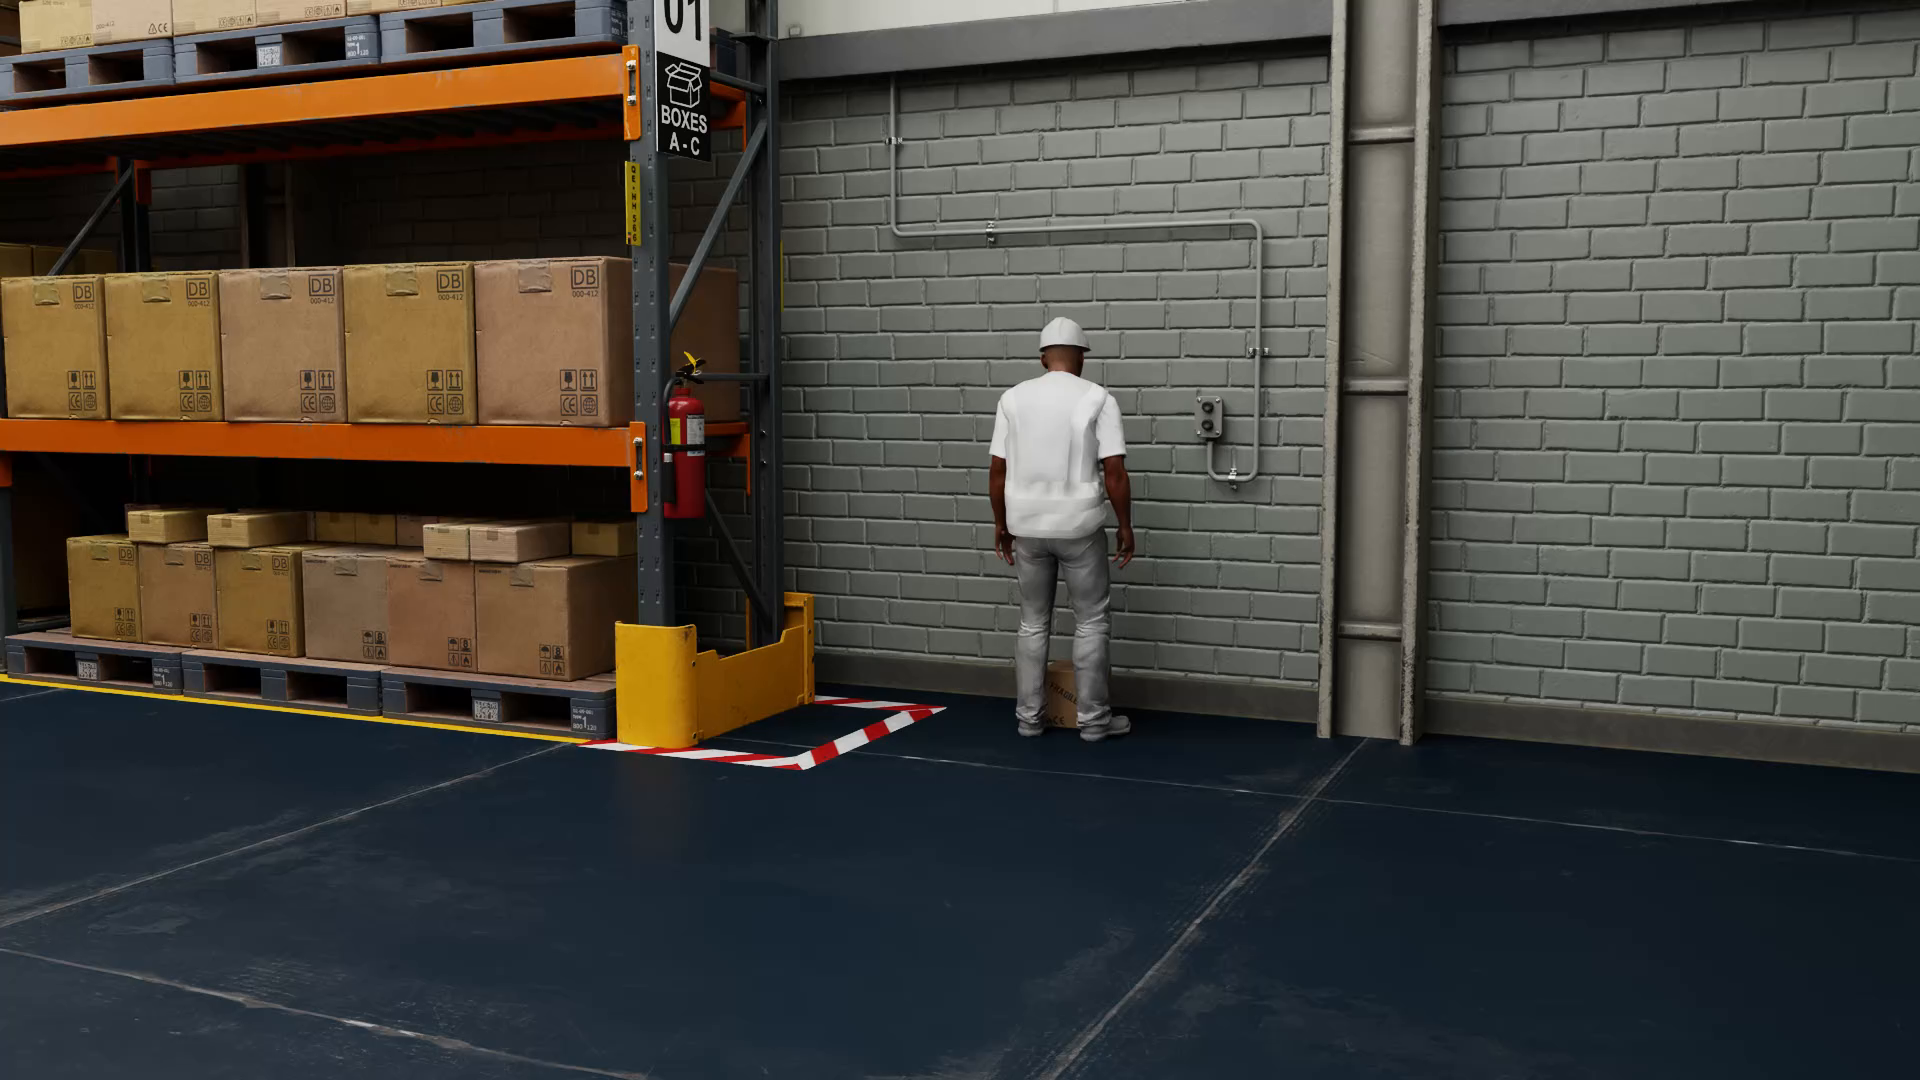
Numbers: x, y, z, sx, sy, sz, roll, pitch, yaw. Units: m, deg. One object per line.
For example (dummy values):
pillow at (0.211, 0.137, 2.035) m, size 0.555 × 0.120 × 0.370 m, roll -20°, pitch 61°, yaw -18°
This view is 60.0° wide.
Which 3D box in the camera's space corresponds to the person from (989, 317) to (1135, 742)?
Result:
person at (0.430, -0.053, 6.992) m, size 0.627 × 1.760 × 0.460 m, roll 2°, pitch 6°, yaw 24°
